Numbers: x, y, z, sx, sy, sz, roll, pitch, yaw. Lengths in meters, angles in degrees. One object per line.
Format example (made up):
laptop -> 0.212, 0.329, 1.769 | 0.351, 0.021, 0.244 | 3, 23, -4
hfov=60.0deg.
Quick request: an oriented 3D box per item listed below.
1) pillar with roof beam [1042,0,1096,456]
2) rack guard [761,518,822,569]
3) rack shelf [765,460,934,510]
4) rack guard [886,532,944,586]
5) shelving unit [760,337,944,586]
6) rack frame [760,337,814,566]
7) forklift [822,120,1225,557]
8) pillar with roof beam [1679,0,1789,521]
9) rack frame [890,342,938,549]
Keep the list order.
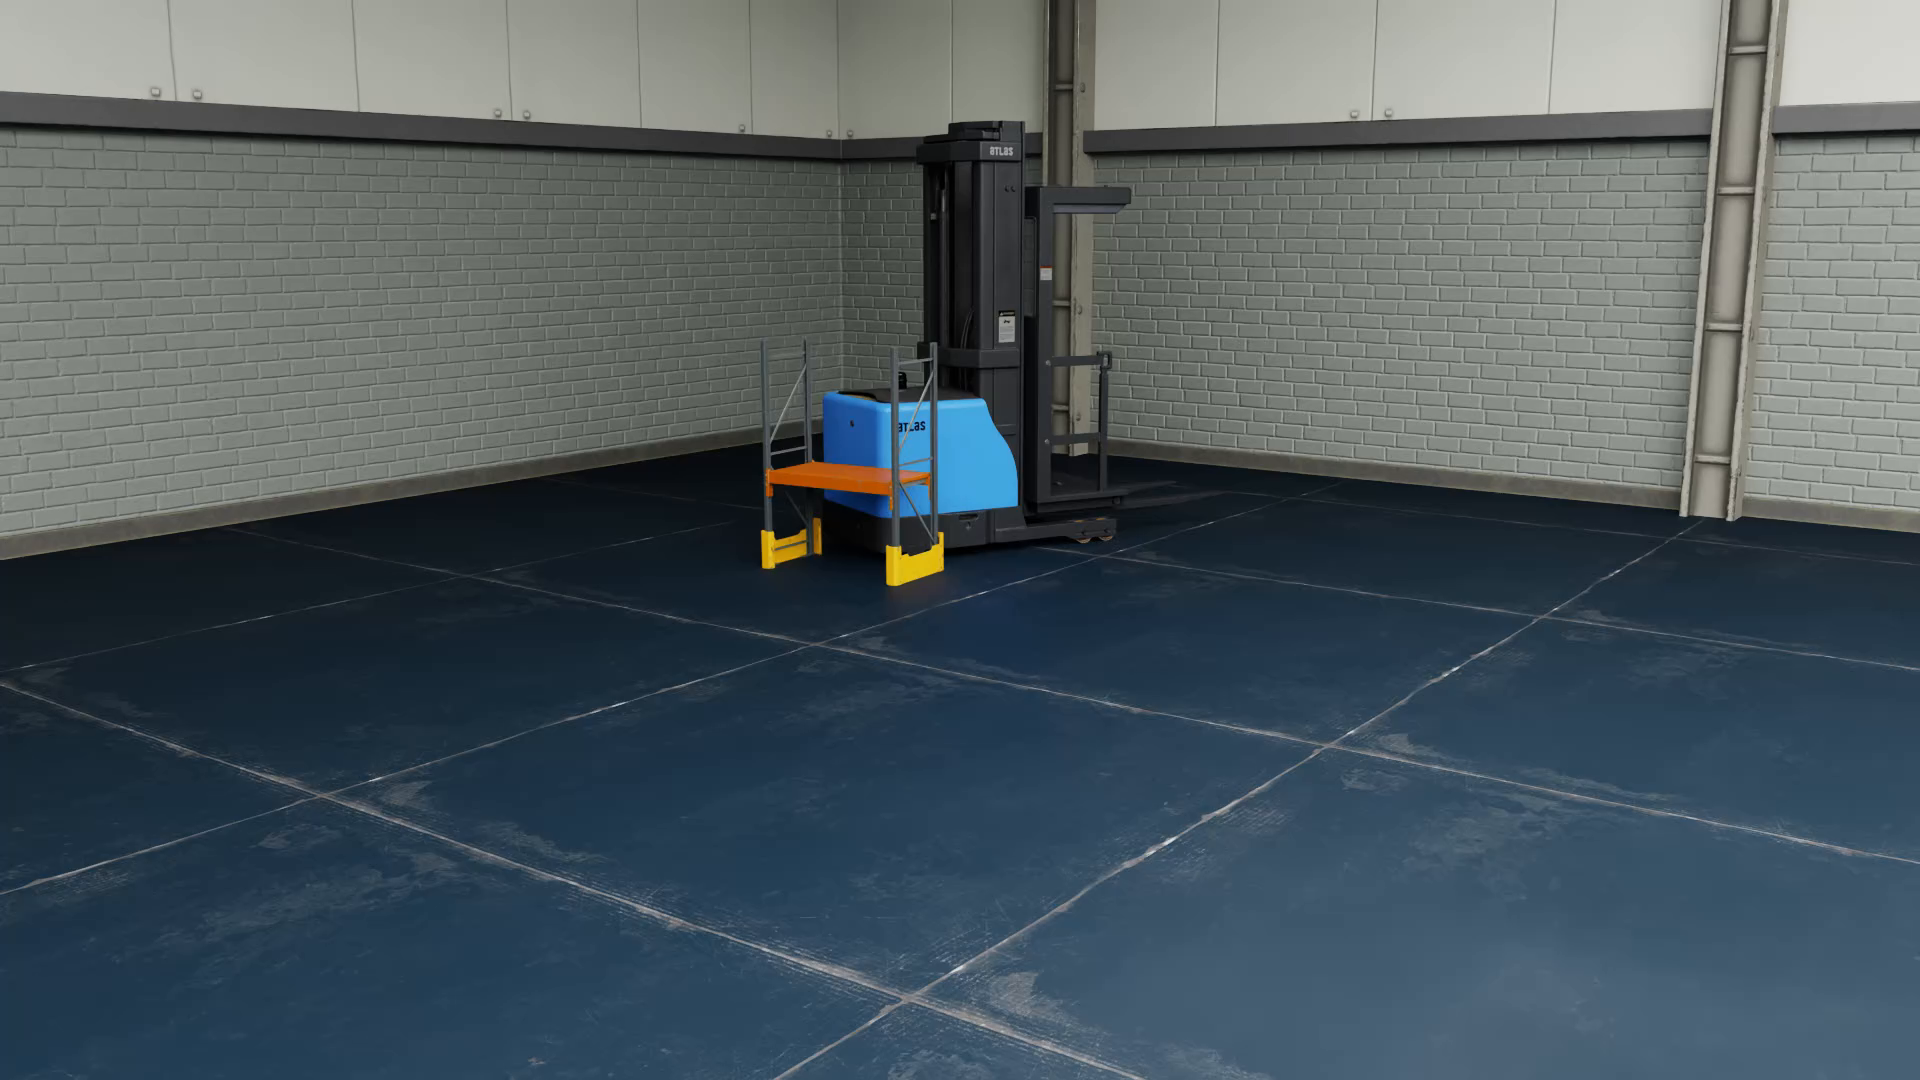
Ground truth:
pillar with roof beam -> -1.510, -4.624, 12.240 | 0.400, 9.000, 9.100 | 8, 13, 36
rack guard -> -1.138, 0.019, 11.270 | 0.087, 0.250, 0.587 | 7, 13, 31
rack shelf -> -0.721, -0.369, 10.935 | 1.000, 0.185, 0.538 | 7, 13, 31
rack guard -> -0.289, 0.118, 10.760 | 0.087, 0.250, 0.587 | 7, 13, 31
shelving unit -> -0.714, -0.545, 10.896 | 1.083, 1.500, 0.587 | 7, 13, 31
rack frame -> -1.155, -0.596, 11.161 | 0.032, 1.500, 0.500 | 7, 13, 31
forklift -> 0.550, -1.497, 12.052 | 3.031, 2.935, 1.130 | -6, 12, -29
pillar with roof beam -> 3.326, -3.950, 8.753 | 0.400, 9.000, 9.100 | 8, 13, 36
rack frame -> -0.288, -0.495, 10.640 | 0.032, 1.500, 0.500 | 7, 13, 31
